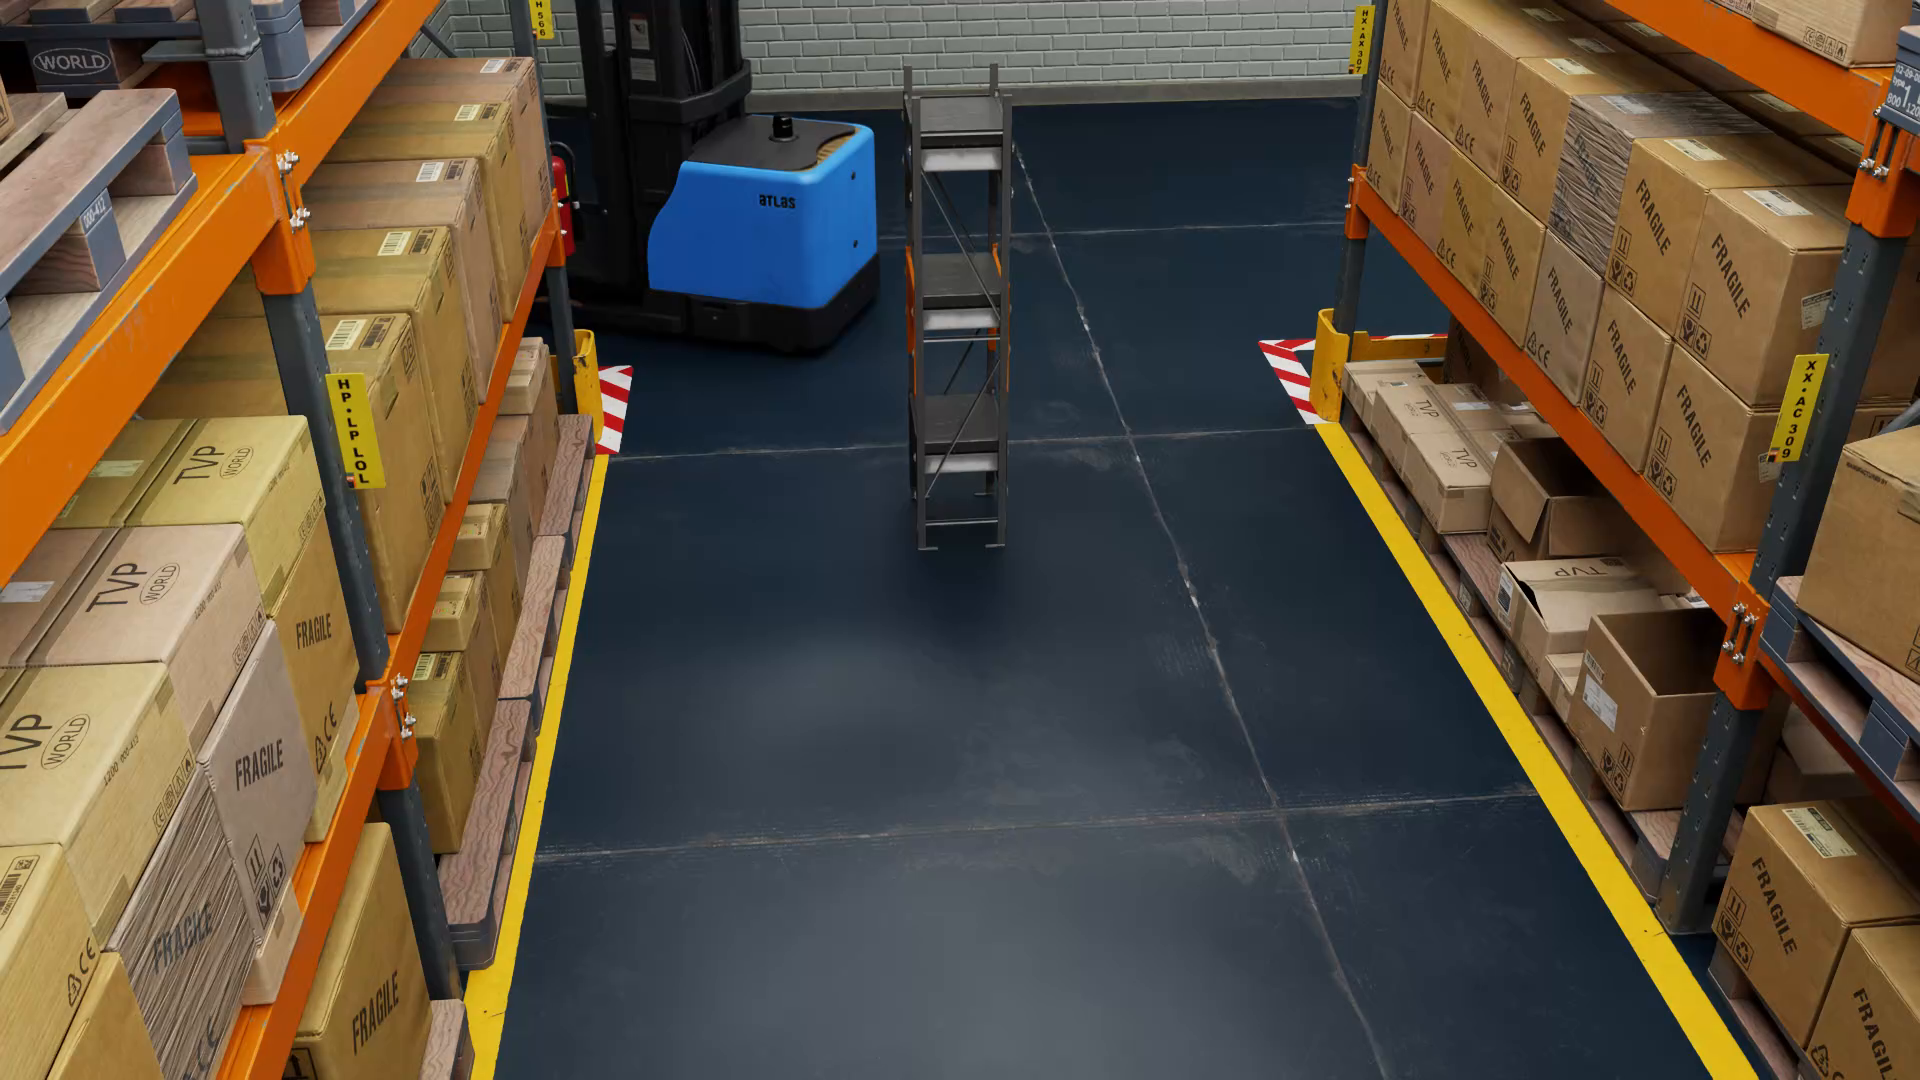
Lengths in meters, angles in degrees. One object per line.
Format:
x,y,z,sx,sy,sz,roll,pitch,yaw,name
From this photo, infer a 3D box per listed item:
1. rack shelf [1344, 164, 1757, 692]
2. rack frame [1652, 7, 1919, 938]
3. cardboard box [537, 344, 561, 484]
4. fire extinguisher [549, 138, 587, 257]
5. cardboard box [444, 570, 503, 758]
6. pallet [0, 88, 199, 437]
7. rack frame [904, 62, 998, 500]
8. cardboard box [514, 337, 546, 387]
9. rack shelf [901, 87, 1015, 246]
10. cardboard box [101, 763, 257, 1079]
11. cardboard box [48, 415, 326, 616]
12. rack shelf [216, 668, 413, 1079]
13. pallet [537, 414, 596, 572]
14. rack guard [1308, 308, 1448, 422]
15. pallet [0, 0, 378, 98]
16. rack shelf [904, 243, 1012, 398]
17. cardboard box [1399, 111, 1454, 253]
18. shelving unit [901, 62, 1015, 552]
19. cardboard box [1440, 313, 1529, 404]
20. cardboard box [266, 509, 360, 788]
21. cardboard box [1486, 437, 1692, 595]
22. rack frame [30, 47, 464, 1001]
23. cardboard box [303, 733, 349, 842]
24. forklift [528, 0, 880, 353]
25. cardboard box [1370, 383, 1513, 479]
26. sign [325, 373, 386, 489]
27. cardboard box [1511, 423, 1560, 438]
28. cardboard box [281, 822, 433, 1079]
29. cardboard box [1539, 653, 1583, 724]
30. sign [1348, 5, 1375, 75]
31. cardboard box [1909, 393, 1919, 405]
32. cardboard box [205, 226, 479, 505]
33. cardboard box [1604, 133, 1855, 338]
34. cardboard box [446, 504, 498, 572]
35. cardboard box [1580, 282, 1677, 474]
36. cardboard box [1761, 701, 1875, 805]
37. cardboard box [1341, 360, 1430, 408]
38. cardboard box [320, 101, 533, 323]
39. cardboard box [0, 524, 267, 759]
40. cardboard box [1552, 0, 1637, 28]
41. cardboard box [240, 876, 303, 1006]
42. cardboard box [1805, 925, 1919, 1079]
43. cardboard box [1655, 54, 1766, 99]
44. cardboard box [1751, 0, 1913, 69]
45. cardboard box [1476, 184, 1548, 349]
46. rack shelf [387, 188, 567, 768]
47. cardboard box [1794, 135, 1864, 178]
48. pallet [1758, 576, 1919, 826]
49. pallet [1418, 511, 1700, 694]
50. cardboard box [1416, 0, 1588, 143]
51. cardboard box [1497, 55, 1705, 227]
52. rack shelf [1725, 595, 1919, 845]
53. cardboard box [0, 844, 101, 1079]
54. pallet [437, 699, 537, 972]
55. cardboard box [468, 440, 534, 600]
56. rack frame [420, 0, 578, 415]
2.665,-0.732,6.752,1.077,0.370,4.000,-3,31,-5,rack shelf
2.852,-0.020,4.858,1.000,3.000,0.127,-3,31,-5,rack frame
-2.288,-0.577,7.819,0.700,0.500,0.500,-3,31,-5,cardboard box
-2.008,-1.728,8.158,0.296,0.674,0.183,-3,31,-5,fire extinguisher
-2.091,0.469,6.068,0.700,0.500,0.500,-3,31,-5,cardboard box
-1.945,-0.520,2.957,0.805,0.209,1.217,-4,31,-7,pallet
-0.038,-1.111,7.562,0.400,2.100,0.015,-3,31,-5,rack frame
-2.095,-0.799,7.558,0.380,0.149,0.250,-3,31,-5,cardboard box
-0.015,-1.575,7.001,0.431,0.518,0.480,-3,31,-5,rack shelf
-1.690,0.781,3.111,0.500,0.500,0.500,-3,31,-4,cardboard box
-1.781,-0.055,3.779,0.500,0.250,0.500,-2,31,-3,cardboard box
-1.893,1.550,2.932,1.077,0.370,4.000,-3,31,-5,rack shelf
-2.301,-0.221,7.914,1.003,0.211,1.213,-3,31,-5,pallet
2.485,-0.950,8.853,1.175,0.500,0.348,-3,31,-5,rack guard
-2.146,-1.448,4.411,1.003,0.211,1.213,-3,31,-5,pallet
-0.015,-0.974,7.360,0.431,0.518,0.480,-3,31,-5,rack shelf
2.311,-1.602,7.410,0.500,0.500,0.500,-3,31,-5,cardboard box
-0.015,-0.986,7.353,0.431,2.100,0.503,-3,31,-5,shelving unit
2.774,-0.912,8.360,0.500,0.500,0.500,-3,31,-5,cardboard box
-1.786,0.264,3.976,0.500,0.500,0.500,-3,31,-5,cardboard box
2.671,-0.096,6.991,0.797,0.503,0.637,-3,31,-5,cardboard box
-2.080,0.220,4.457,1.000,3.000,0.127,-3,31,-5,rack frame
-1.719,0.606,4.036,0.380,0.149,0.250,-2,31,-4,cardboard box
-2.065,-2.755,9.504,3.031,2.935,1.130,9,32,15,forklift
2.293,-0.524,7.954,0.500,0.250,0.500,-3,31,-5,cardboard box
-1.540,-0.274,4.232,0.100,0.325,0.005,-3,31,-5,sign
2.833,-0.318,7.610,0.500,0.250,0.500,-3,31,-5,cardboard box
-1.890,1.288,4.356,0.750,0.750,0.750,-2,31,-4,cardboard box
2.421,0.549,6.256,0.380,0.149,0.250,-3,31,-5,cardboard box
1.938,-2.407,8.011,0.100,0.325,0.005,-3,31,-5,sign
3.076,-0.336,5.290,0.500,0.500,0.500,-2,31,-3,cardboard box
-2.177,-0.560,5.470,0.980,0.700,0.700,-4,31,-6,cardboard box
2.496,-0.999,5.425,0.500,0.500,0.500,-3,31,-6,cardboard box
-1.947,-0.003,6.225,0.380,0.149,0.250,-4,31,-6,cardboard box
2.500,-0.569,5.679,0.500,0.500,0.500,-2,31,-3,cardboard box
3.028,0.721,5.811,0.500,0.311,0.500,-3,31,-5,cardboard box
2.175,-0.797,8.510,0.380,0.149,0.250,-3,31,-5,cardboard box
-2.317,-1.321,6.743,0.980,0.700,0.700,-3,31,-5,cardboard box
-1.743,0.206,3.341,0.500,0.250,0.500,-2,31,-4,cardboard box
2.842,-2.062,7.205,0.500,0.500,0.500,-2,31,-3,cardboard box
-1.657,0.872,3.590,0.380,0.149,0.250,-3,31,-5,cardboard box
2.715,1.395,4.498,0.500,0.500,0.500,-2,31,-4,cardboard box
2.943,-1.535,6.323,0.500,0.500,0.500,-2,31,-3,cardboard box
2.542,-1.479,4.521,0.500,0.250,0.500,-3,31,-5,cardboard box
2.400,-1.091,6.554,0.500,0.500,0.500,-2,31,-4,cardboard box
-2.267,-0.493,6.351,1.077,0.370,4.000,-3,31,-5,rack shelf
3.039,-1.009,5.442,0.500,0.500,0.500,-4,31,-6,cardboard box
2.818,0.476,4.215,1.003,0.211,1.213,-3,31,-5,pallet
2.672,0.203,7.205,1.003,0.211,1.213,-3,31,-5,pallet
2.314,-2.028,7.148,0.500,0.500,0.500,-2,31,-4,cardboard box
2.404,-1.513,6.286,0.500,0.500,0.500,-3,31,-5,cardboard box
3.039,1.310,3.333,1.077,0.370,4.000,-3,31,-5,rack shelf
-1.647,0.727,2.470,0.500,0.250,0.500,-3,31,-6,cardboard box
-2.073,1.025,5.829,1.003,0.211,1.213,-3,31,-5,pallet
-2.194,-0.065,6.962,0.700,0.500,0.500,-4,31,-6,cardboard box
-2.453,-1.823,7.876,1.000,3.000,0.127,-3,31,-5,rack frame
